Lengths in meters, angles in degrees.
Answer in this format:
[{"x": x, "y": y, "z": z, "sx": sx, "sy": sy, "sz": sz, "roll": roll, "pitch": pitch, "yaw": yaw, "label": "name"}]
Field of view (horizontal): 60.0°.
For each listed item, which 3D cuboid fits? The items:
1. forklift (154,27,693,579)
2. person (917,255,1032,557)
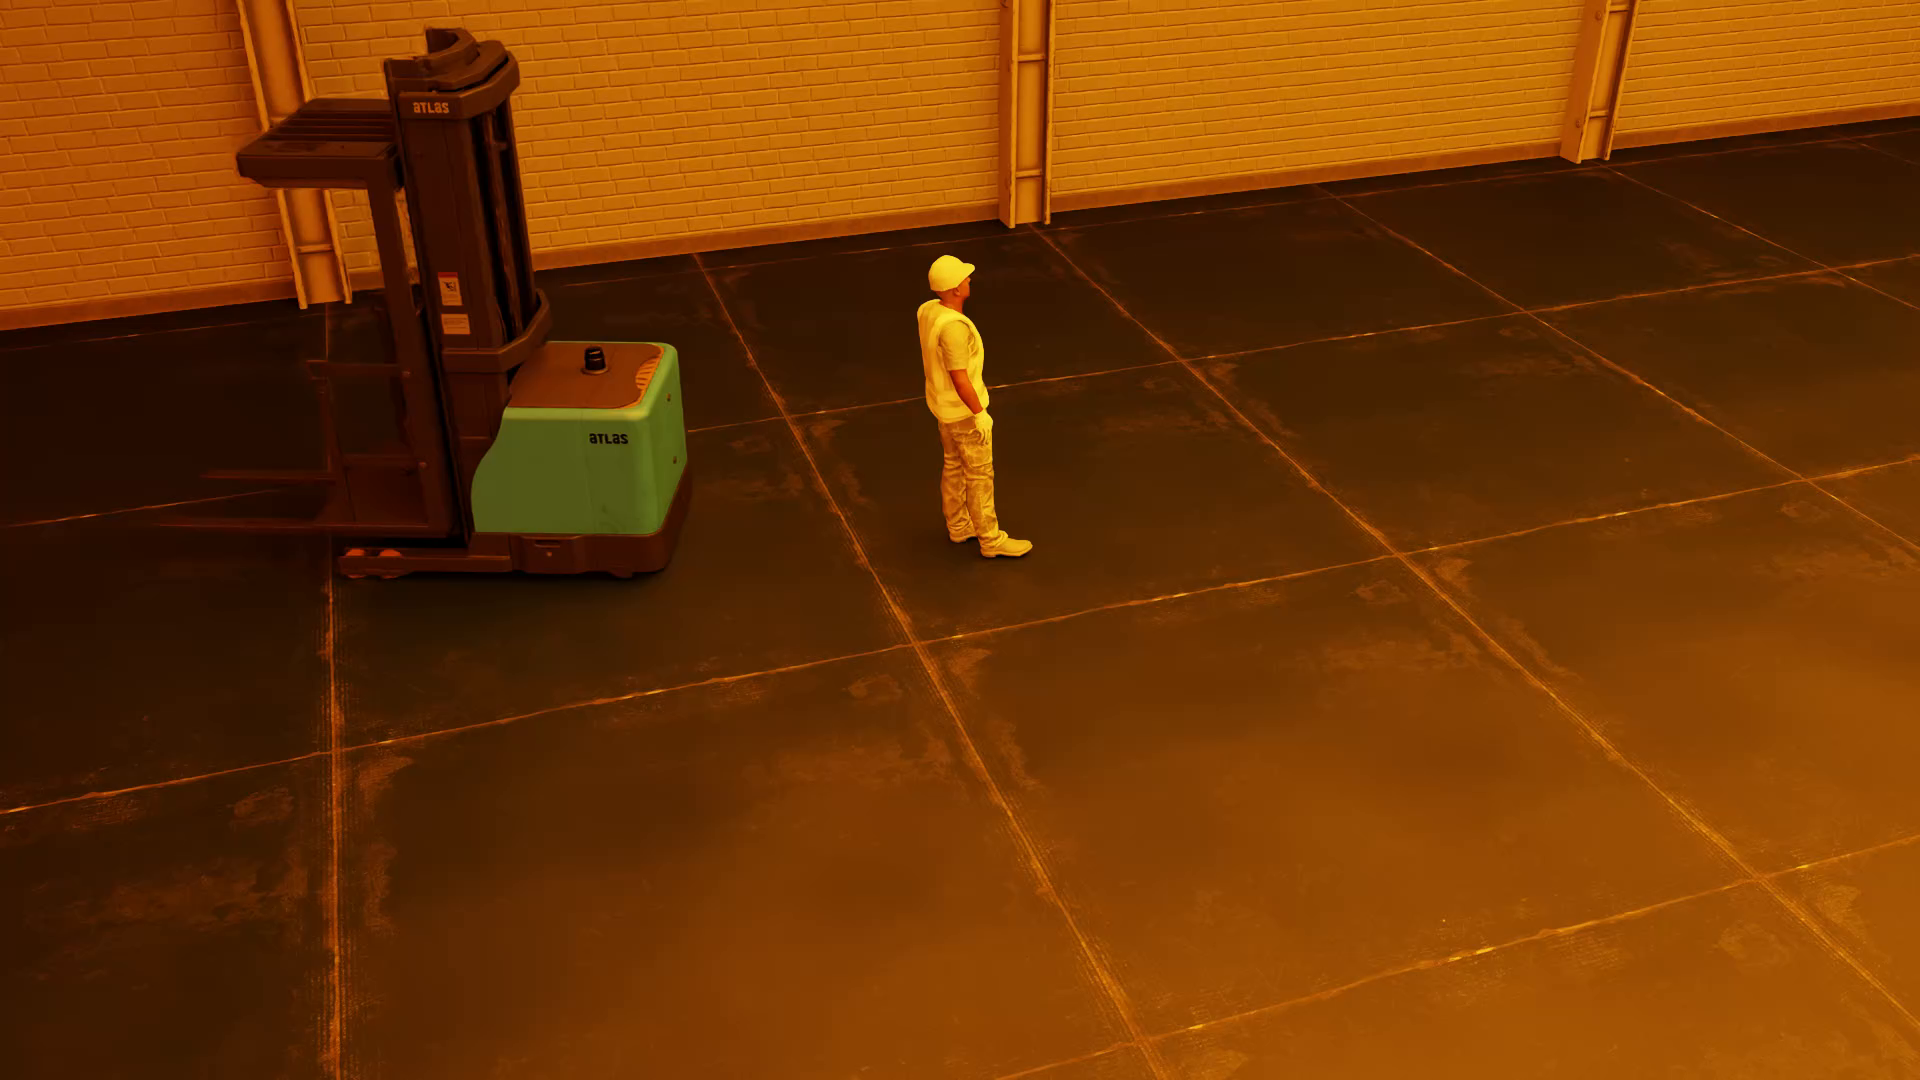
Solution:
[{"x": -3.198, "y": -1.308, "z": 9.361, "sx": 3.031, "sy": 2.935, "sz": 1.130, "roll": 1, "pitch": 30, "yaw": 2, "label": "forklift"}, {"x": 0.071, "y": -0.787, "z": 9.592, "sx": 0.575, "sy": 1.784, "sz": 0.656, "roll": -10, "pitch": 31, "yaw": -16, "label": "person"}]
